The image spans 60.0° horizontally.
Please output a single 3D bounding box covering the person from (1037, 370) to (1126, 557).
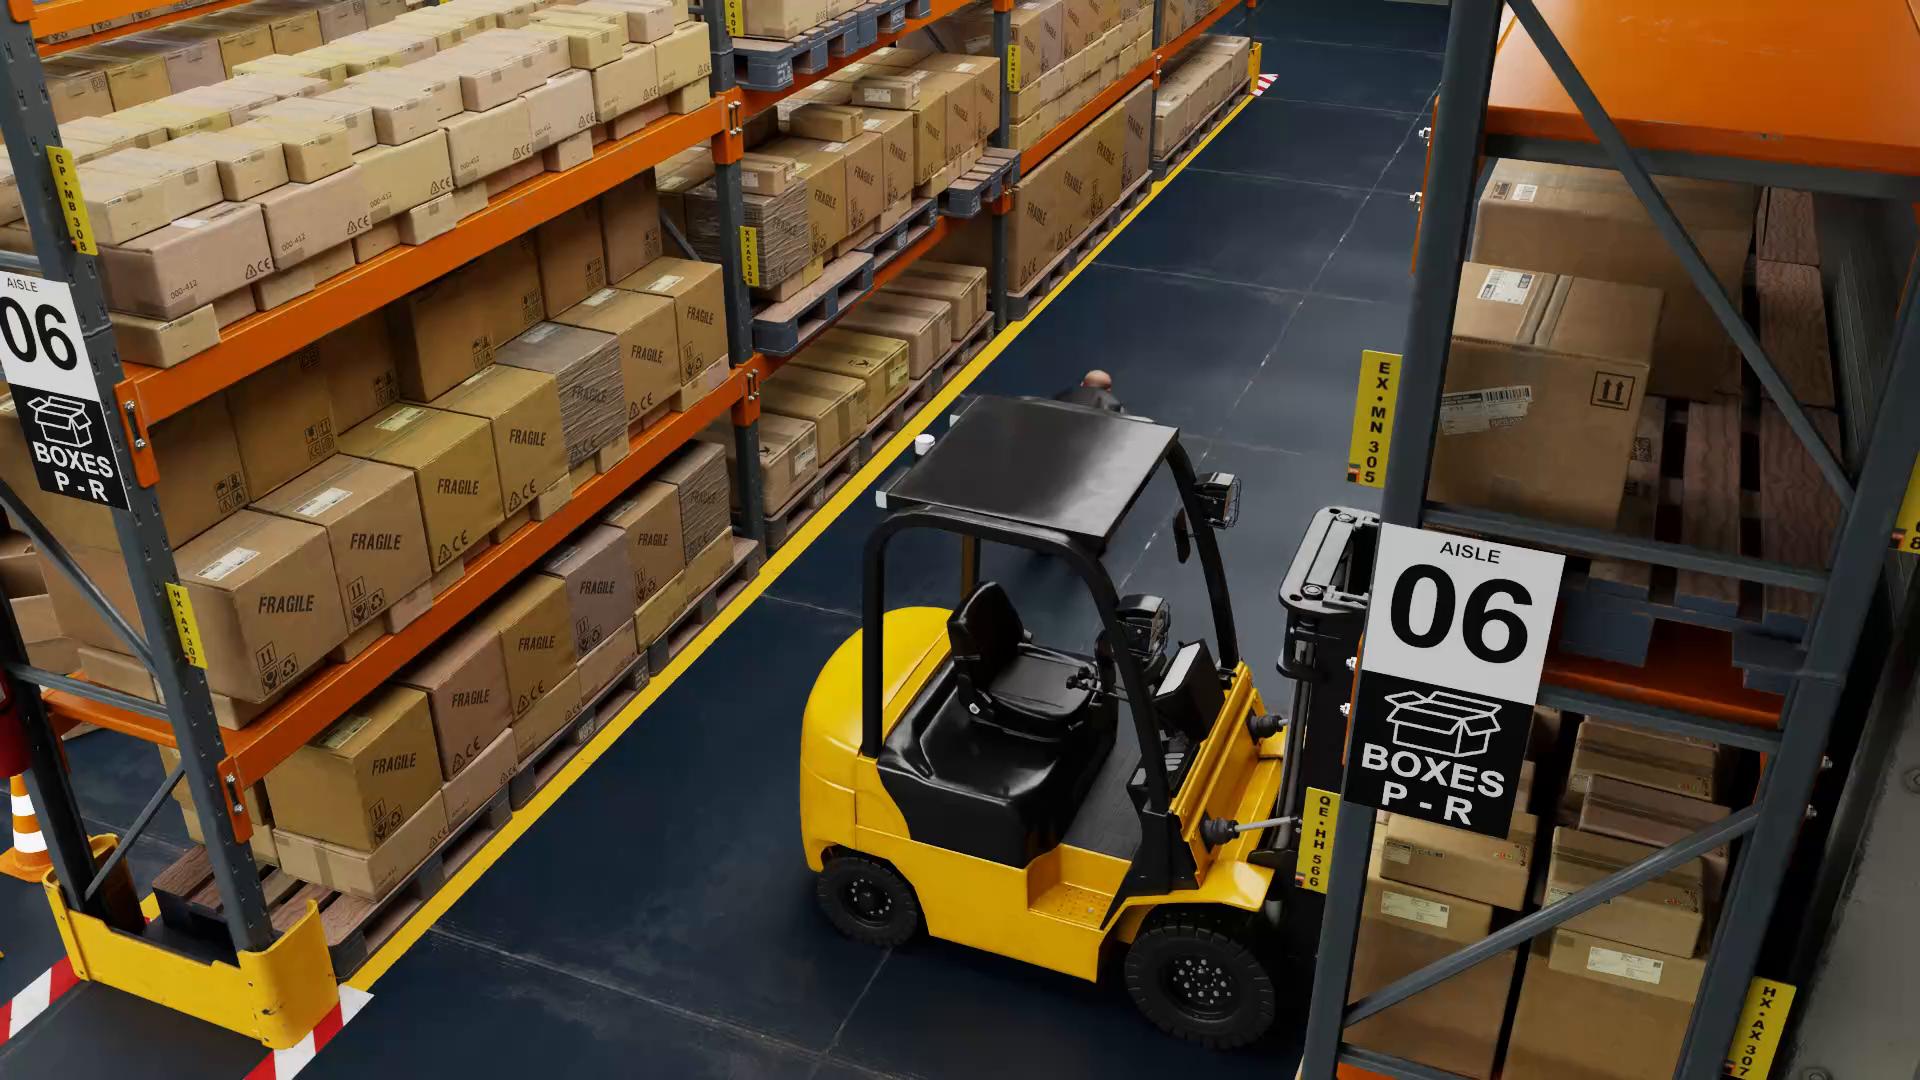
[{"bbox_3d":[0.719,-0.429,9.954,0.520,0.969,0.938,10,31,17],"label":"person"}]
